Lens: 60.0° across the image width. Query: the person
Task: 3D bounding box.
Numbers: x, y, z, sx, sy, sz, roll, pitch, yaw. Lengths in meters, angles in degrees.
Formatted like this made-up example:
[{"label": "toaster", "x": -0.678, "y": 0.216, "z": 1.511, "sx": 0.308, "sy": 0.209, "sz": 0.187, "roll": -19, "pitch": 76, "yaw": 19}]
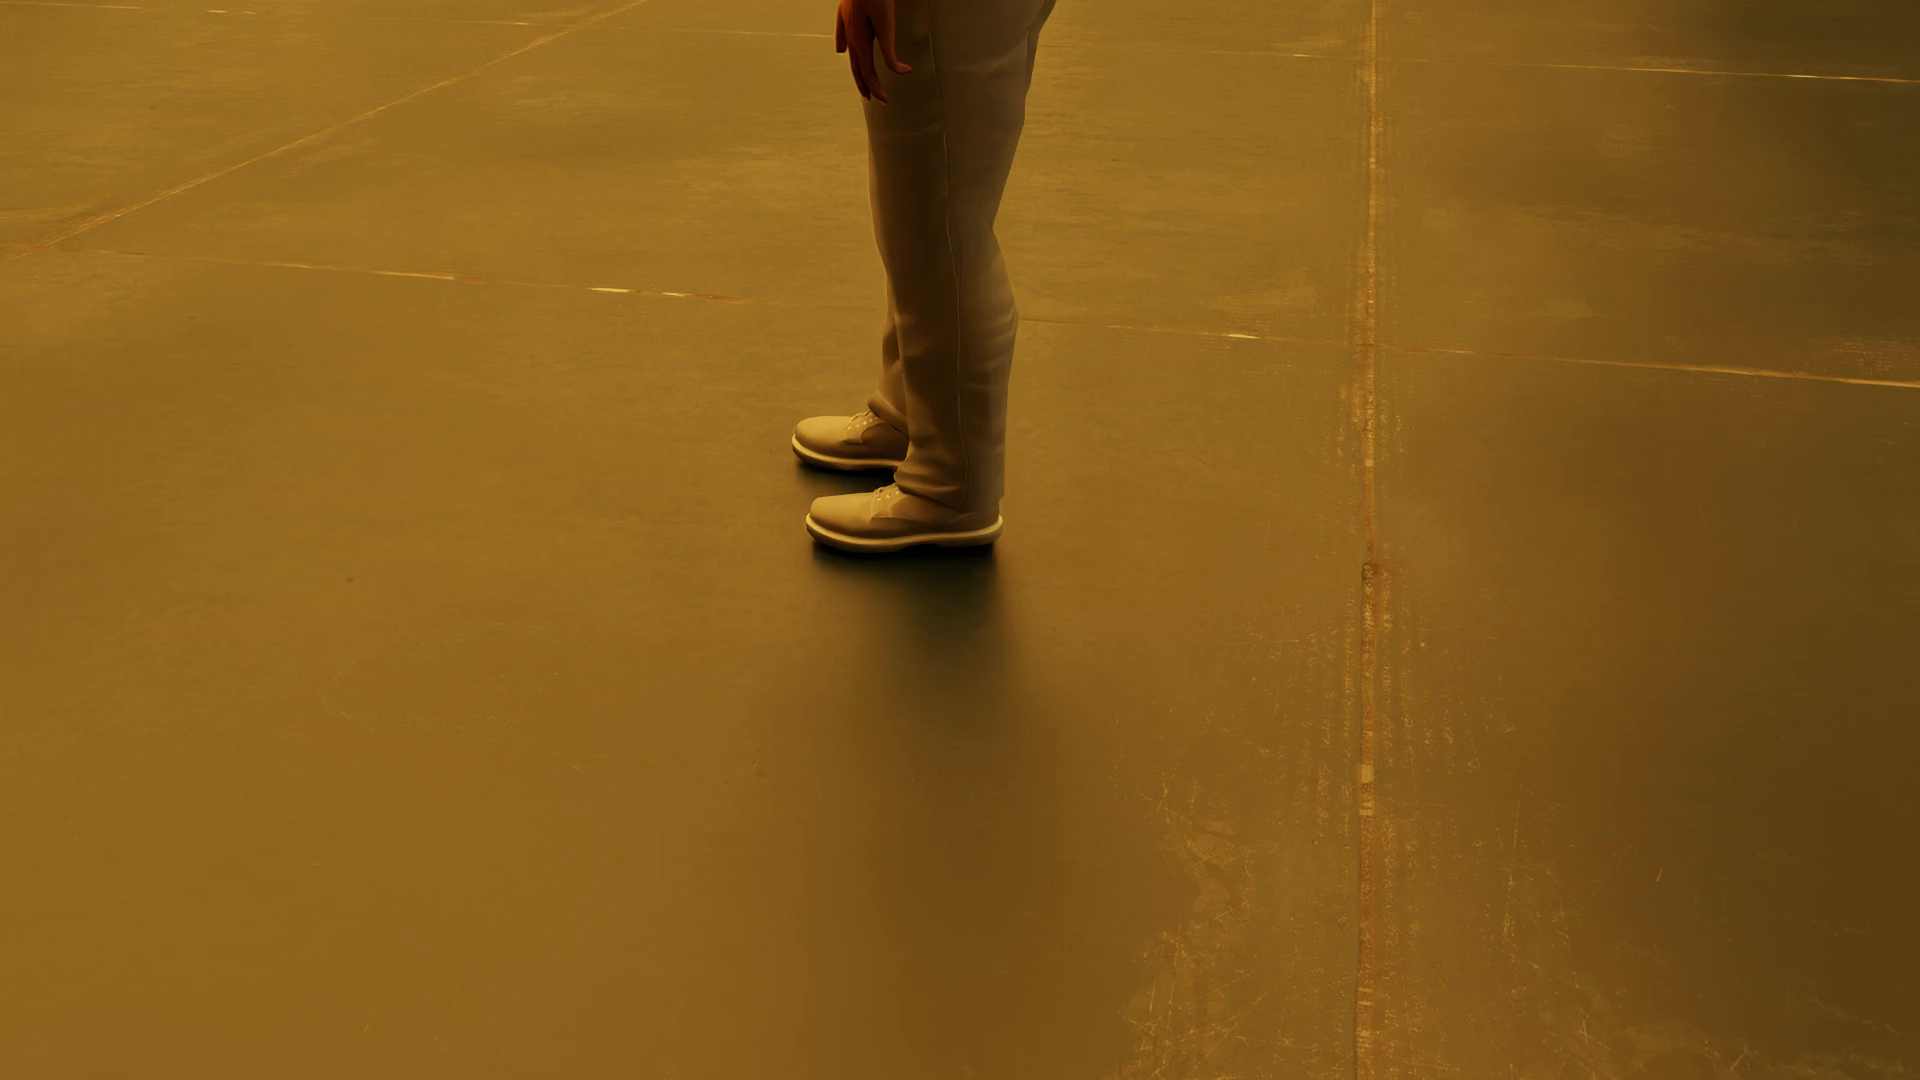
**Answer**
[{"label": "person", "x": -0.069, "y": -0.779, "z": 2.147, "sx": 0.528, "sy": 1.695, "sz": 0.569, "roll": 6, "pitch": 27, "yaw": 11}]
